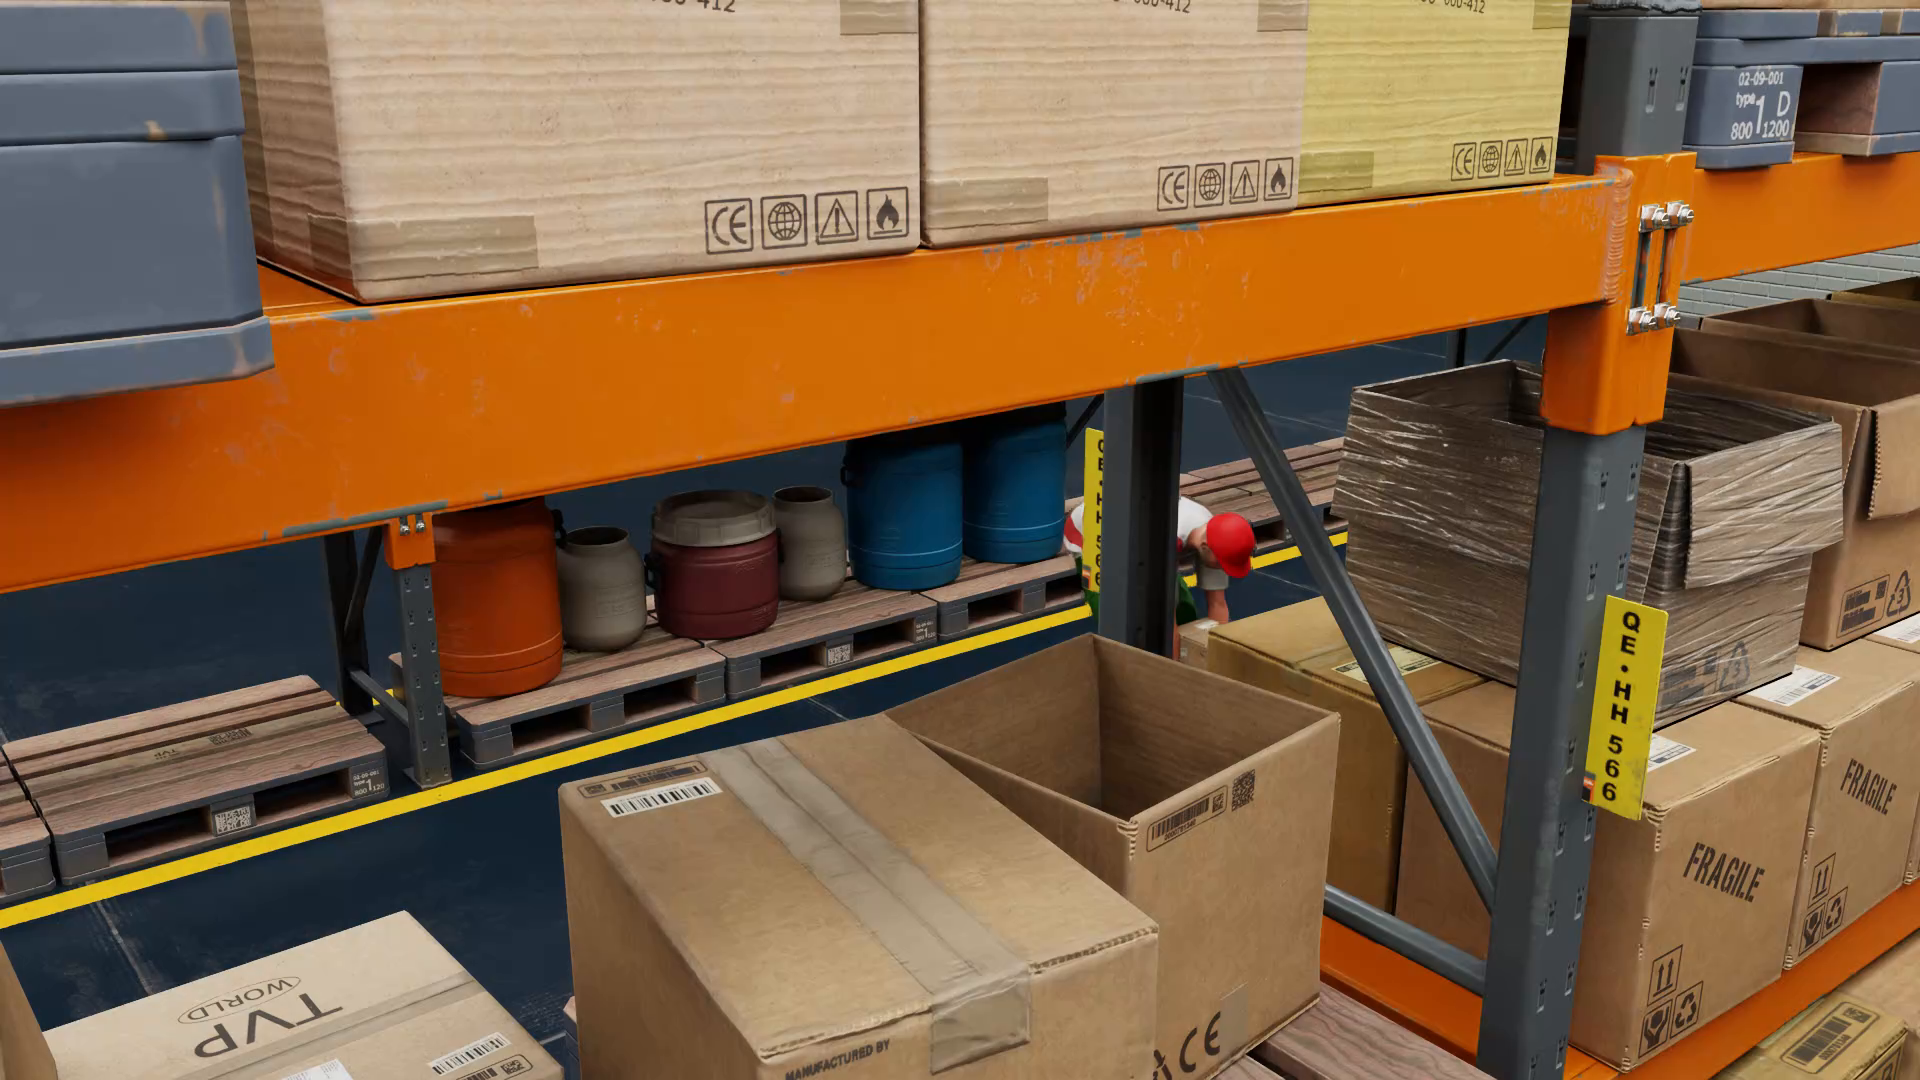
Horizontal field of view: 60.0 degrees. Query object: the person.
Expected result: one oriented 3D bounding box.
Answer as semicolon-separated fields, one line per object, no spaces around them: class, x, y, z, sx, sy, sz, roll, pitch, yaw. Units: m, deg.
person;0.876;0.303;7.296;0.532;1.036;0.959;-15;23;-39
